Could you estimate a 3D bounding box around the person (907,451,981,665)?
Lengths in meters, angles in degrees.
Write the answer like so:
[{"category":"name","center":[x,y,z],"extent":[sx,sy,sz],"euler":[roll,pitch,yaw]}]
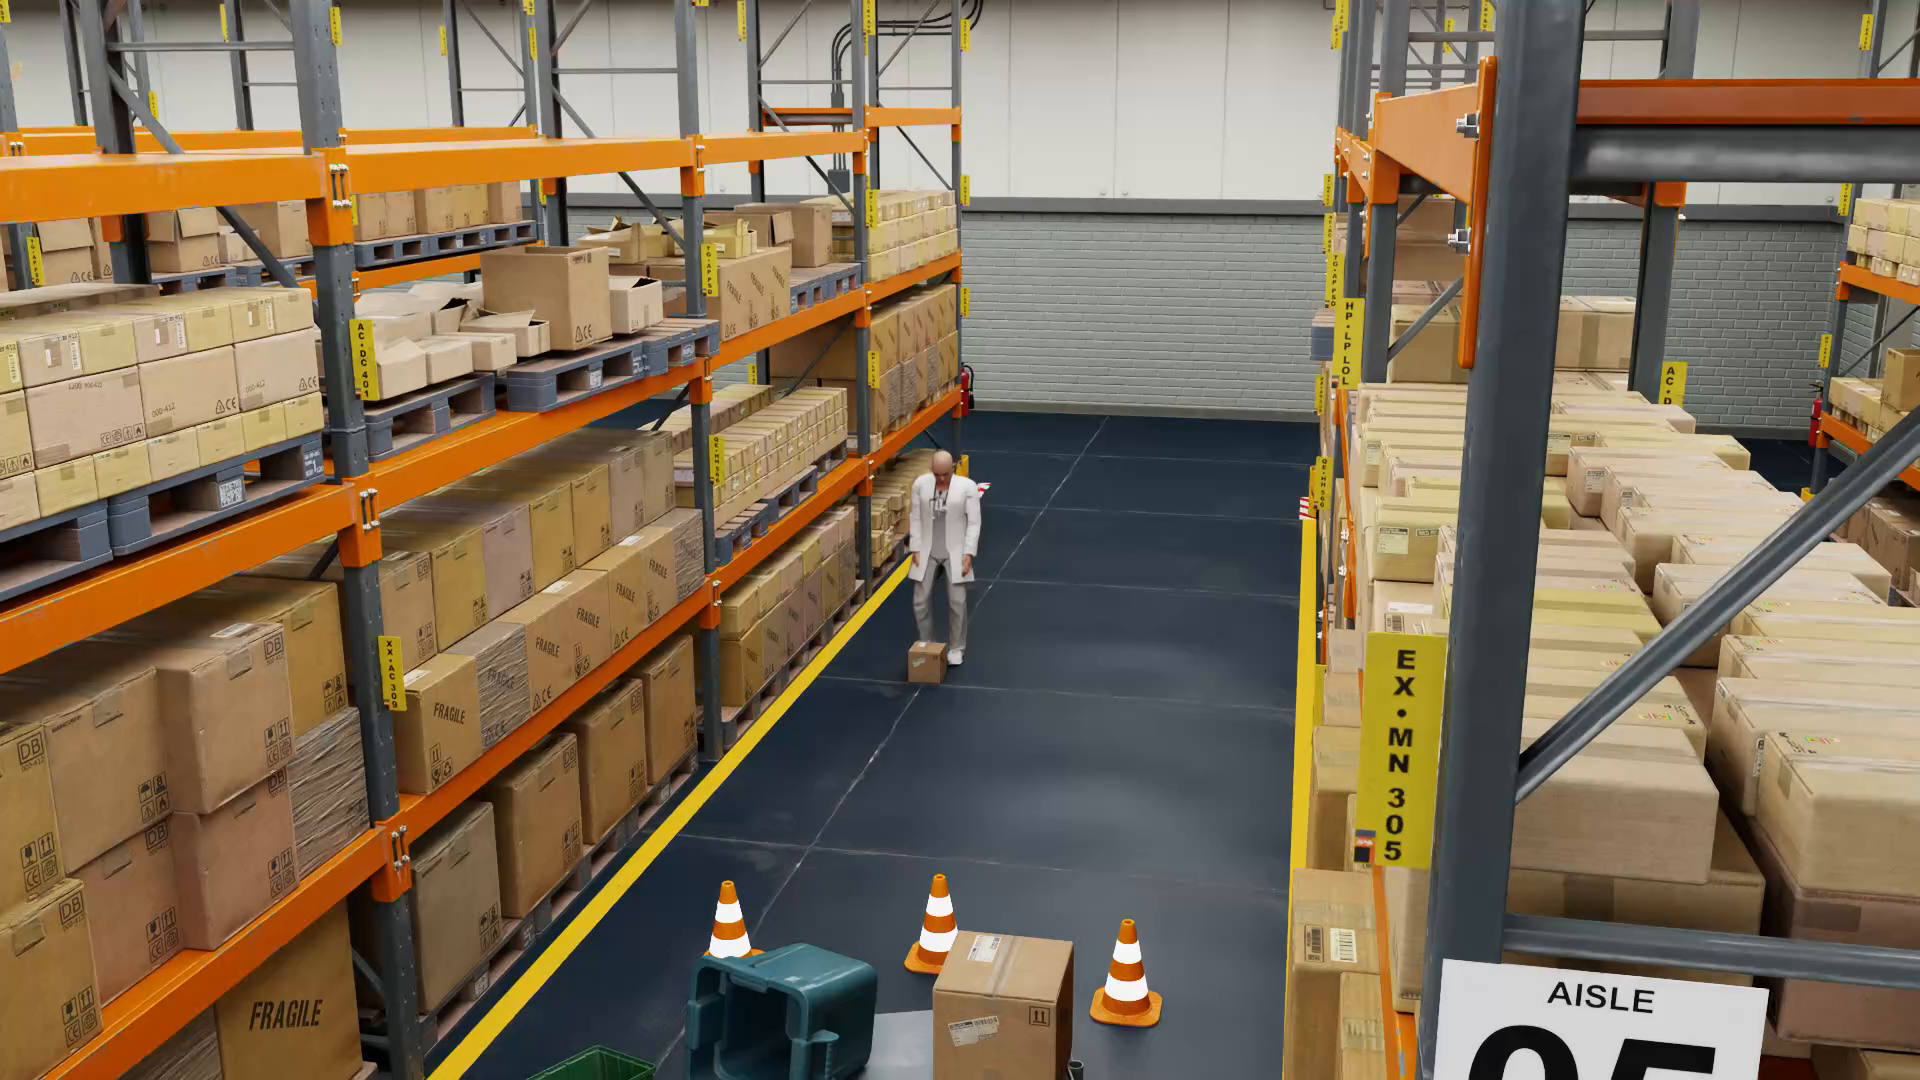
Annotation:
[{"category":"person","center":[-0.125,0.129,13.181],"extent":[0.591,1.720,0.432],"euler":[3,15,13]}]
